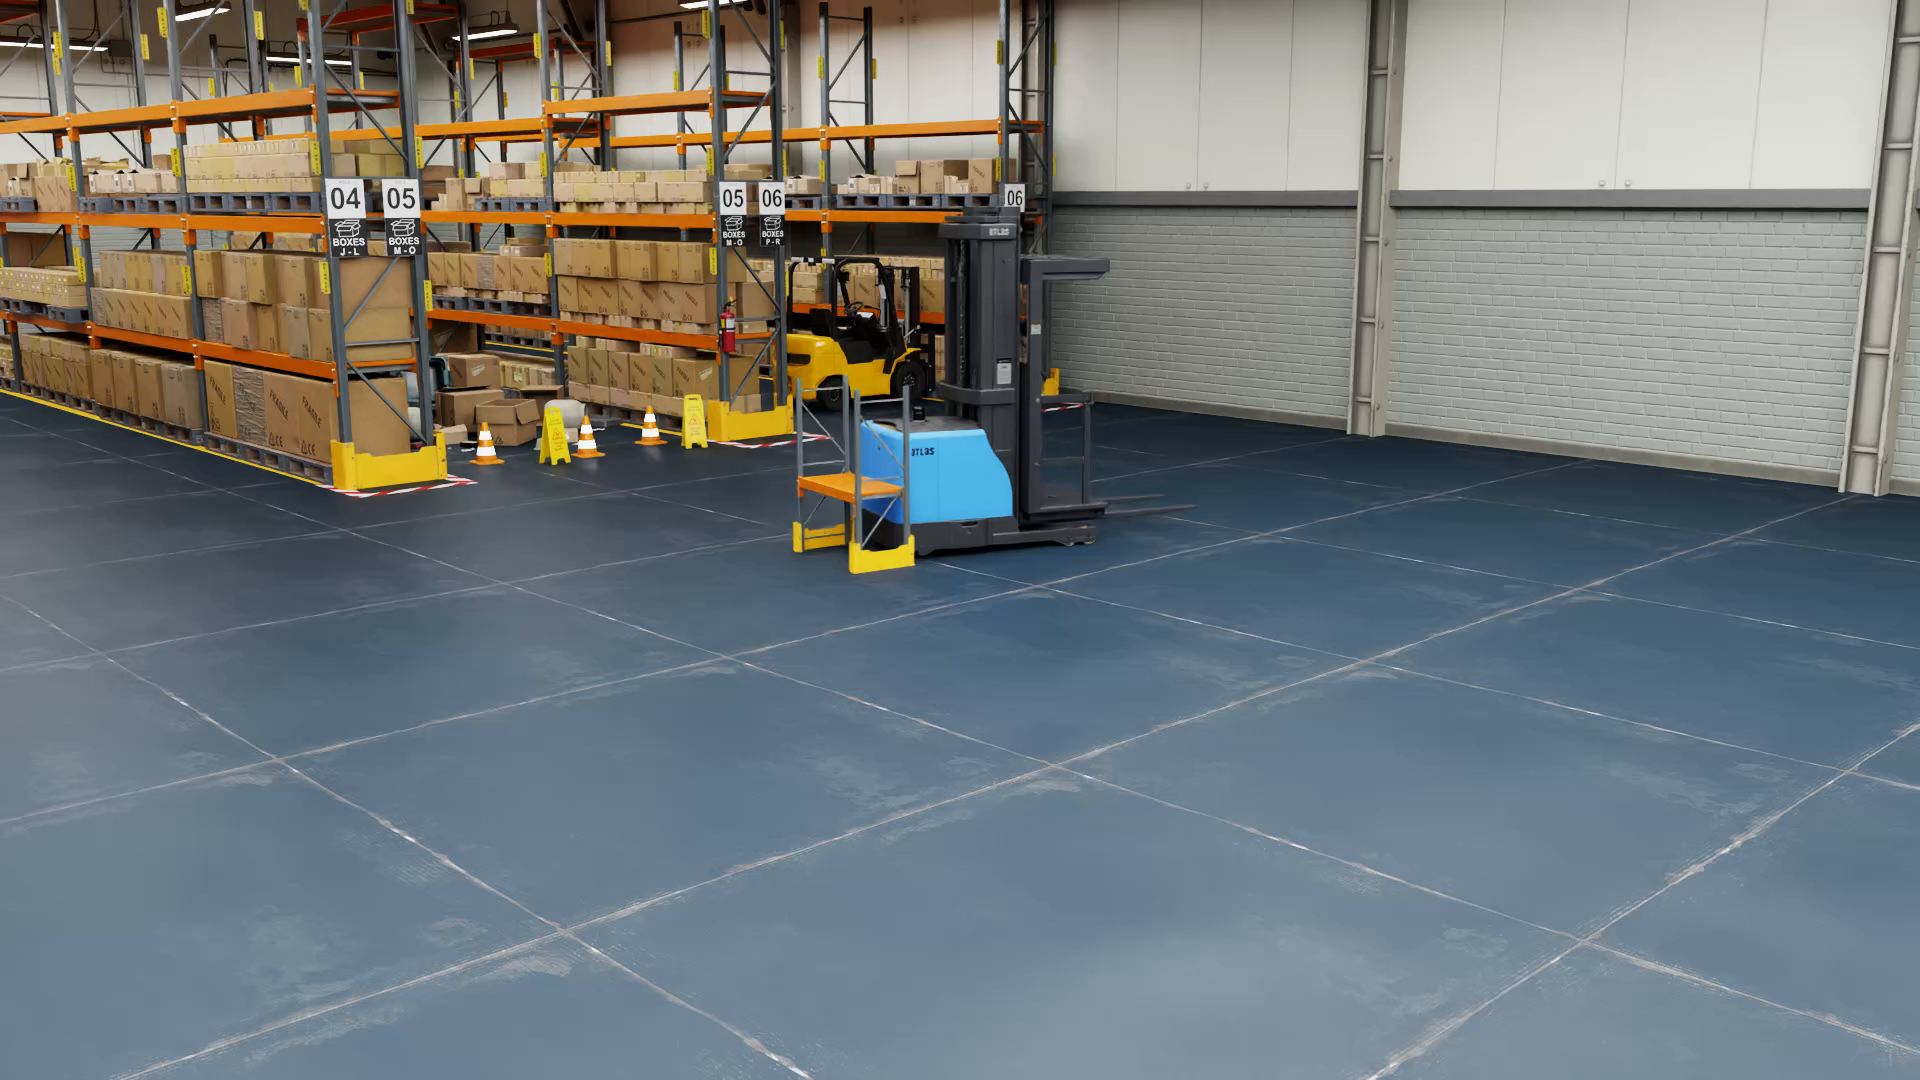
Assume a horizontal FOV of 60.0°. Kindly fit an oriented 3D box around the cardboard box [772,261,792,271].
[{"bbox_3d":[-2.939,-4.605,27.972,0.250,0.149,0.380,11,16,44],"label":"cardboard box"}]

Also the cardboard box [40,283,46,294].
[{"bbox_3d":[-13.050,-3.648,24.028,0.380,0.149,0.250,-11,16,-43],"label":"cardboard box"}]

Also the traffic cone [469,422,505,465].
[{"bbox_3d":[-5.483,-1.126,19.231,0.336,0.463,0.334,-11,16,-43],"label":"traffic cone"}]

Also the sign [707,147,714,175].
[{"bbox_3d":[-3.048,-4.626,20.305,0.100,0.325,0.005,-11,16,-43],"label":"sign"}]

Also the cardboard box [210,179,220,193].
[{"bbox_3d":[-8.375,-4.067,19.117,0.380,0.149,0.250,-11,16,-43],"label":"cardboard box"}]

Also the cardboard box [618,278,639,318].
[{"bbox_3d":[-4.228,-3.257,22.302,0.500,0.500,0.500,-11,16,-42],"label":"cardboard box"}]

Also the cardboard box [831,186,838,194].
[{"bbox_3d":[-2.252,-5.826,27.656,0.380,0.149,0.250,-11,16,-43],"label":"cardboard box"}]

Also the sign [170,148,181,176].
[{"bbox_3d":[-9.291,-4.477,19.711,0.100,0.325,0.005,-11,16,-43],"label":"sign"}]

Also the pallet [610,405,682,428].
[{"bbox_3d":[-4.059,-1.745,22.857,1.003,0.211,1.213,-11,16,-43],"label":"pallet"}]

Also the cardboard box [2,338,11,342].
[{"bbox_3d":[-16.108,-3.376,28.413,0.250,0.149,0.380,11,16,43],"label":"cardboard box"}]

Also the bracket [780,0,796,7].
[{"bbox_3d":[-2.988,-9.184,28.268,0.235,0.232,0.430,-11,16,-43],"label":"bracket"}]

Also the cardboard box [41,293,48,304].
[{"bbox_3d":[-13.045,-3.501,24.054,0.250,0.149,0.380,11,16,43],"label":"cardboard box"}]

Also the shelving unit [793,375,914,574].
[{"bbox_3d":[-0.914,-0.581,14.016,0.587,1.500,1.083,-7,14,-32],"label":"shelving unit"}]

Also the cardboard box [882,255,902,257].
[{"bbox_3d":[-1.033,-4.503,26.740,0.380,0.149,0.250,-11,16,-43],"label":"cardboard box"}]

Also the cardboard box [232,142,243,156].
[{"bbox_3d":[-7.849,-4.346,18.496,0.380,0.149,0.250,-11,16,-43],"label":"cardboard box"}]

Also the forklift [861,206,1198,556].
[{"bbox_3d":[0.673,-1.472,14.795,3.031,2.935,1.130,-5,13,-22],"label":"forklift"}]

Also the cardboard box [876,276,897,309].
[{"bbox_3d":[-0.968,-3.874,26.035,0.500,0.500,0.500,-11,16,-43],"label":"cardboard box"}]

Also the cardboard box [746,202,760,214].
[{"bbox_3d":[-2.627,-4.238,21.235,0.380,0.149,0.250,-11,16,-42],"label":"cardboard box"}]

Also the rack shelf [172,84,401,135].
[{"bbox_3d":[-7.524,-4.775,18.563,1.077,0.370,4.000,-11,16,-43],"label":"rack shelf"}]

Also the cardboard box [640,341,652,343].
[{"bbox_3d":[-5.719,-3.821,31.179,0.500,0.500,0.500,-10,15,-40],"label":"cardboard box"}]

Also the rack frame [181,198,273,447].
[{"bbox_3d":[-8.905,-2.677,20.472,1.000,3.000,0.127,-11,16,-43],"label":"rack frame"}]

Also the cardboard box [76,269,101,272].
[{"bbox_3d":[-12.925,-3.958,24.796,0.380,0.149,0.250,-11,16,-43],"label":"cardboard box"}]

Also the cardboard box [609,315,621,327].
[{"bbox_3d":[-4.533,-2.980,22.564,0.380,0.149,0.250,-11,16,-42],"label":"cardboard box"}]

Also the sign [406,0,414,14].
[{"bbox_3d":[-5.737,-5.643,17.294,0.100,0.325,0.005,-11,16,-43],"label":"sign"}]

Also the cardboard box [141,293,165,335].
[{"bbox_3d":[-10.157,-2.912,21.366,0.500,0.500,0.500,-11,16,-42],"label":"cardboard box"}]

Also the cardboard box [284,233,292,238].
[{"bbox_3d":[-12.018,-5.563,30.149,0.380,0.149,0.250,-11,16,-43],"label":"cardboard box"}]

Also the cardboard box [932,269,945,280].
[{"bbox_3d":[-0.202,-4.018,25.125,0.250,0.149,0.380,11,16,43],"label":"cardboard box"}]

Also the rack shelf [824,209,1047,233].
[{"bbox_3d":[-0.426,-4.899,25.605,1.077,0.370,4.000,-11,16,-43],"label":"rack shelf"}]

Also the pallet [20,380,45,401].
[{"bbox_3d":[-13.891,-2.365,25.870,1.003,0.211,1.213,-11,16,-43],"label":"pallet"}]

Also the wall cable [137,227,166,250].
[{"bbox_3d":[-17.593,-6.466,36.265,0.585,1.953,0.123,-11,16,-43],"label":"wall cable"}]

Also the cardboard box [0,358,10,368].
[{"bbox_3d":[-15.073,-2.839,26.545,0.250,0.149,0.380,11,16,42],"label":"cardboard box"}]

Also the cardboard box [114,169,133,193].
[{"bbox_3d":[-10.626,-4.657,21.579,0.500,0.311,0.500,-11,16,-44],"label":"cardboard box"}]

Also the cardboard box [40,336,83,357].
[{"bbox_3d":[-13.392,-2.896,24.831,0.500,0.250,0.500,-10,15,-40],"label":"cardboard box"}]

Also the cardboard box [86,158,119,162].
[{"bbox_3d":[-12.308,-5.358,23.908,0.396,0.266,0.258,-11,16,-43],"label":"cardboard box"}]

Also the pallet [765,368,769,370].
[{"bbox_3d":[-4.030,-3.166,29.757,1.003,0.211,1.213,-11,16,-43],"label":"pallet"}]

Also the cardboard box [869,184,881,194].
[{"bbox_3d":[-1.187,-5.455,25.854,0.380,0.149,0.250,-10,15,-41],"label":"cardboard box"}]

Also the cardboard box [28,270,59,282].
[{"bbox_3d":[-13.408,-3.870,24.368,0.380,0.149,0.250,-10,15,-41],"label":"cardboard box"}]

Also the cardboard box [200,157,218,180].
[{"bbox_3d":[-8.421,-4.289,19.210,0.500,0.250,0.500,-11,16,-43],"label":"cardboard box"}]

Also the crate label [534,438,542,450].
[{"bbox_3d":[-5.018,-1.181,20.302,0.298,0.136,0.250,3,12,16],"label":"crate label"}]

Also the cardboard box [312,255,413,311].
[{"bbox_3d":[-6.371,-2.755,17.803,0.875,0.550,0.550,-11,16,-43],"label":"cardboard box"}]

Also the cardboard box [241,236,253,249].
[{"bbox_3d":[-13.195,-5.487,31.387,0.500,0.500,0.500,11,16,44],"label":"cardboard box"}]

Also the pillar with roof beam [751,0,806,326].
[{"bbox_3d":[-6.131,-6.931,26.254,9.100,9.000,0.548,-11,16,-43],"label":"pillar with roof beam"}]

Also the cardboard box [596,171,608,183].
[{"bbox_3d":[-4.667,-4.882,22.386,0.250,0.149,0.380,11,16,43],"label":"cardboard box"}]

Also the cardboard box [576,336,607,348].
[{"bbox_3d":[-5.140,-2.775,23.256,0.380,0.149,0.250,-11,16,-42],"label":"cardboard box"}]

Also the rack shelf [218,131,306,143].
[{"bbox_3d":[-12.301,-7.231,30.483,1.077,0.370,4.000,-11,16,-43],"label":"rack shelf"}]

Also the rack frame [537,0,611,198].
[{"bbox_3d":[-5.395,-6.320,23.286,1.000,3.000,0.127,-11,16,-43],"label":"rack frame"}]

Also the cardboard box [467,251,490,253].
[{"bbox_3d":[-7.642,-4.338,26.509,0.500,0.500,0.500,11,16,43],"label":"cardboard box"}]

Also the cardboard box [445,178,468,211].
[{"bbox_3d":[-7.510,-5.344,25.734,0.700,0.500,0.500,-11,16,-43],"label":"cardboard box"}]

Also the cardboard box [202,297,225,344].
[{"bbox_3d":[-8.642,-2.698,20.203,0.875,0.550,0.550,-11,16,-43],"label":"cardboard box"}]

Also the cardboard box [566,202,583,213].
[{"bbox_3d":[-5.218,-4.602,23.002,0.380,0.149,0.250,-11,16,-42],"label":"cardboard box"}]

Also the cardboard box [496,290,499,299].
[{"bbox_3d":[-6.752,-3.705,25.041,0.250,0.149,0.380,11,16,43],"label":"cardboard box"}]

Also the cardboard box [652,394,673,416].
[{"bbox_3d":[-3.737,-1.814,22.056,0.500,0.250,0.500,-11,16,-42],"label":"cardboard box"}]

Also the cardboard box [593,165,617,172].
[{"bbox_3d":[-6.865,-7.122,32.182,0.396,0.266,0.258,-11,16,-43],"label":"cardboard box"}]

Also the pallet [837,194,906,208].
[{"bbox_3d":[-1.200,-5.379,26.371,1.003,0.211,1.213,-11,16,-43],"label":"pallet"}]
